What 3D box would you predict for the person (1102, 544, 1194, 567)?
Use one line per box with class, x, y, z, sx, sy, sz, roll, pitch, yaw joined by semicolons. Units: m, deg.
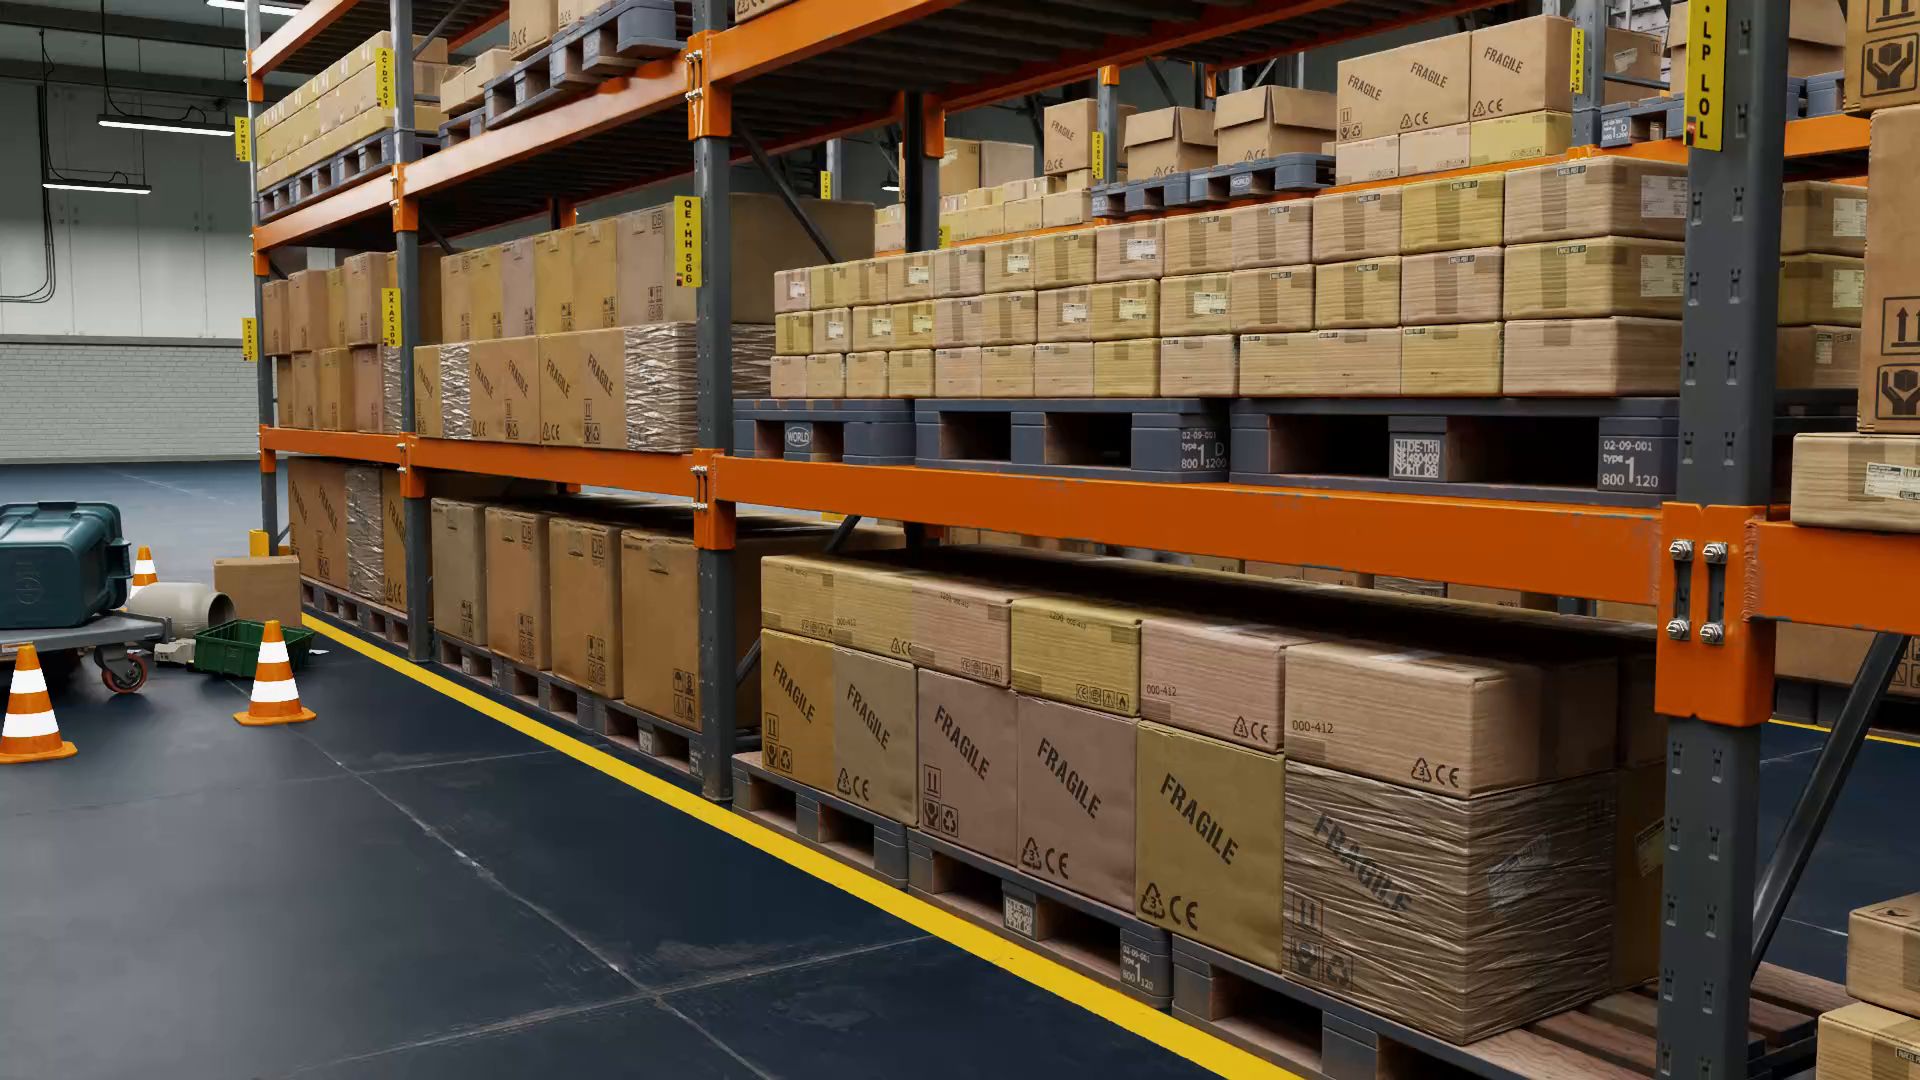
person;0.806;0.018;7.394;0.448;1.676;0.533;-3;6;-30
